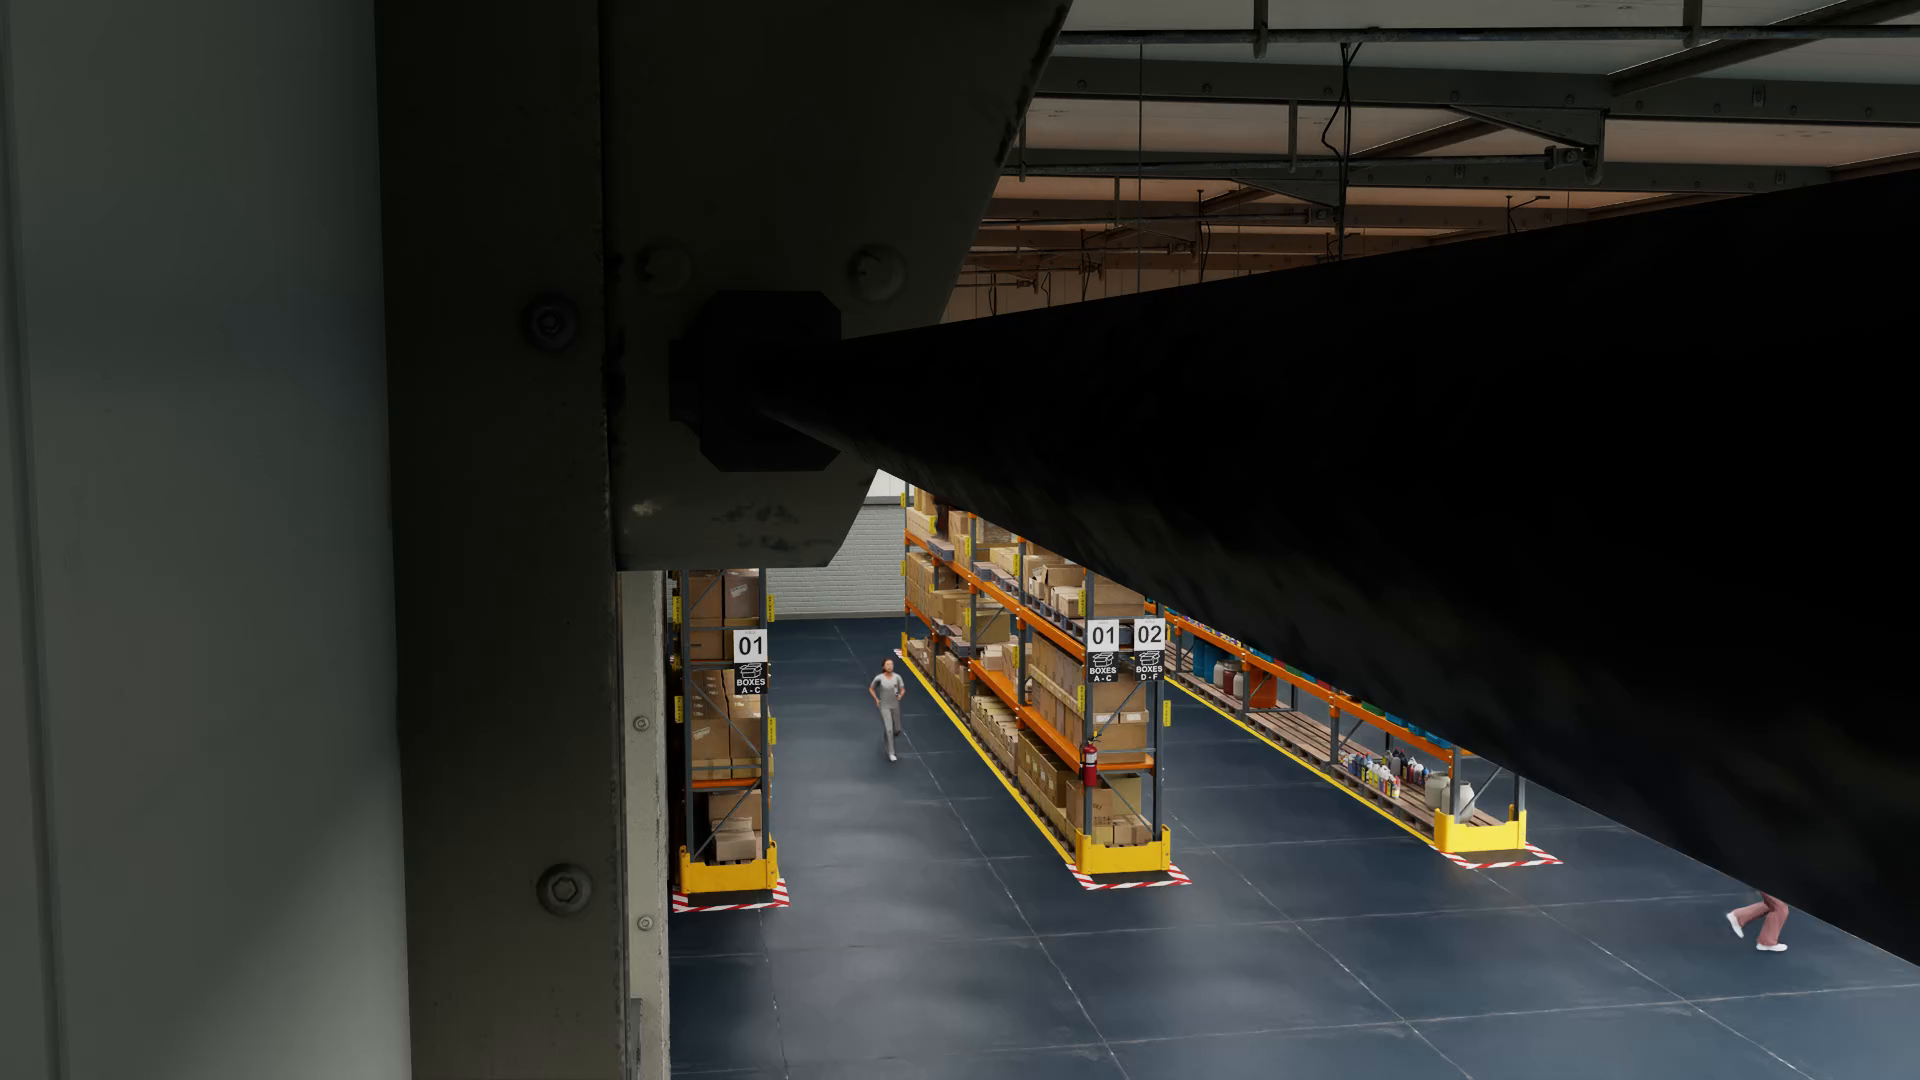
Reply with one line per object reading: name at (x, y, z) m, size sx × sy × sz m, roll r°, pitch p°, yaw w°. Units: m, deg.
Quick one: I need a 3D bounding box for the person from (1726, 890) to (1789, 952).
person at (8.686, 3.658, 18.046) m, size 0.609 × 1.608 × 0.580 m, roll 2°, pitch 6°, yaw 15°

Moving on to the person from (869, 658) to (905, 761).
person at (-1.171, 2.718, 26.979) m, size 0.575 × 1.634 × 0.802 m, roll -2°, pitch 6°, yaw -19°
